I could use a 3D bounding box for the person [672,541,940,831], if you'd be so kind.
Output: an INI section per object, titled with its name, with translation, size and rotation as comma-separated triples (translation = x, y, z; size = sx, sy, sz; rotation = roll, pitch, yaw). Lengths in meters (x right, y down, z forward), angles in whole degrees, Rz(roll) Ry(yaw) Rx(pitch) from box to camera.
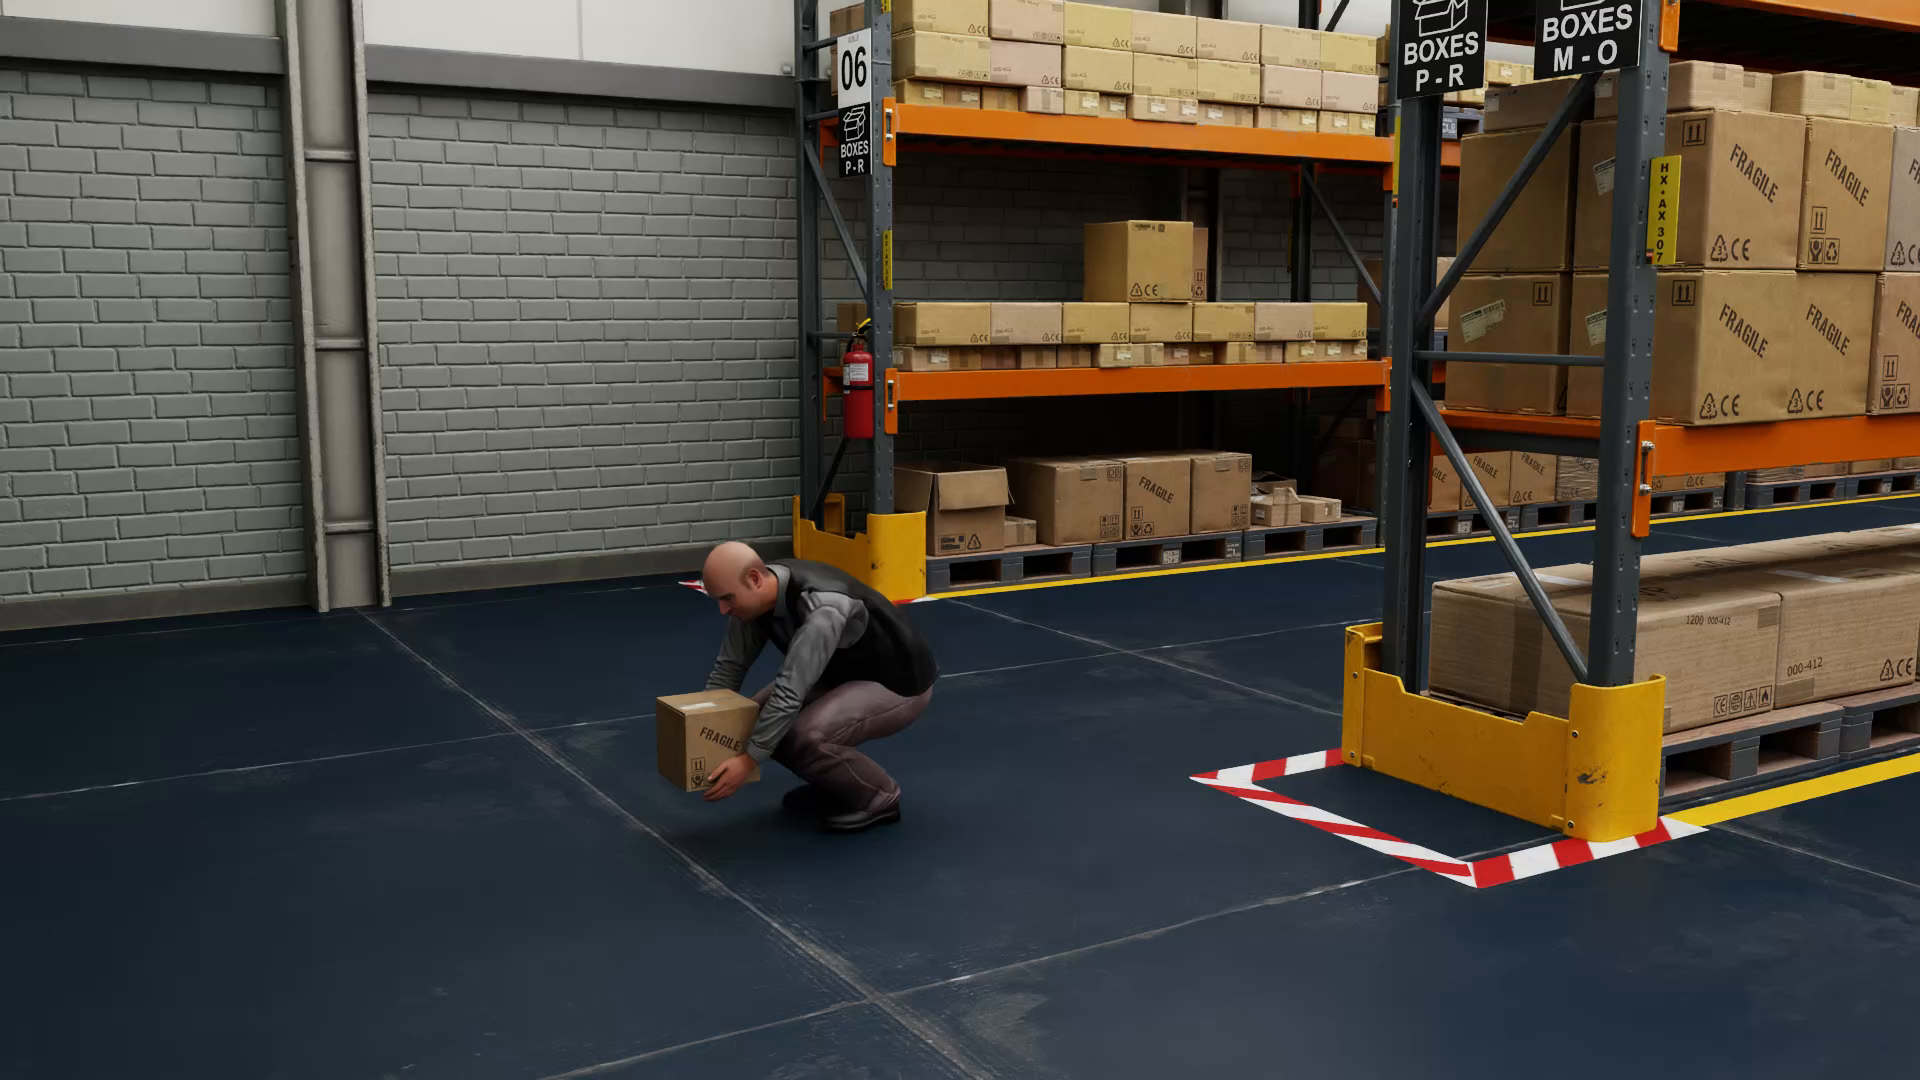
[person]
translation = -0.498, 0.457, 5.411
size = 0.859, 0.966, 0.541
rotation = -5, 9, -31
